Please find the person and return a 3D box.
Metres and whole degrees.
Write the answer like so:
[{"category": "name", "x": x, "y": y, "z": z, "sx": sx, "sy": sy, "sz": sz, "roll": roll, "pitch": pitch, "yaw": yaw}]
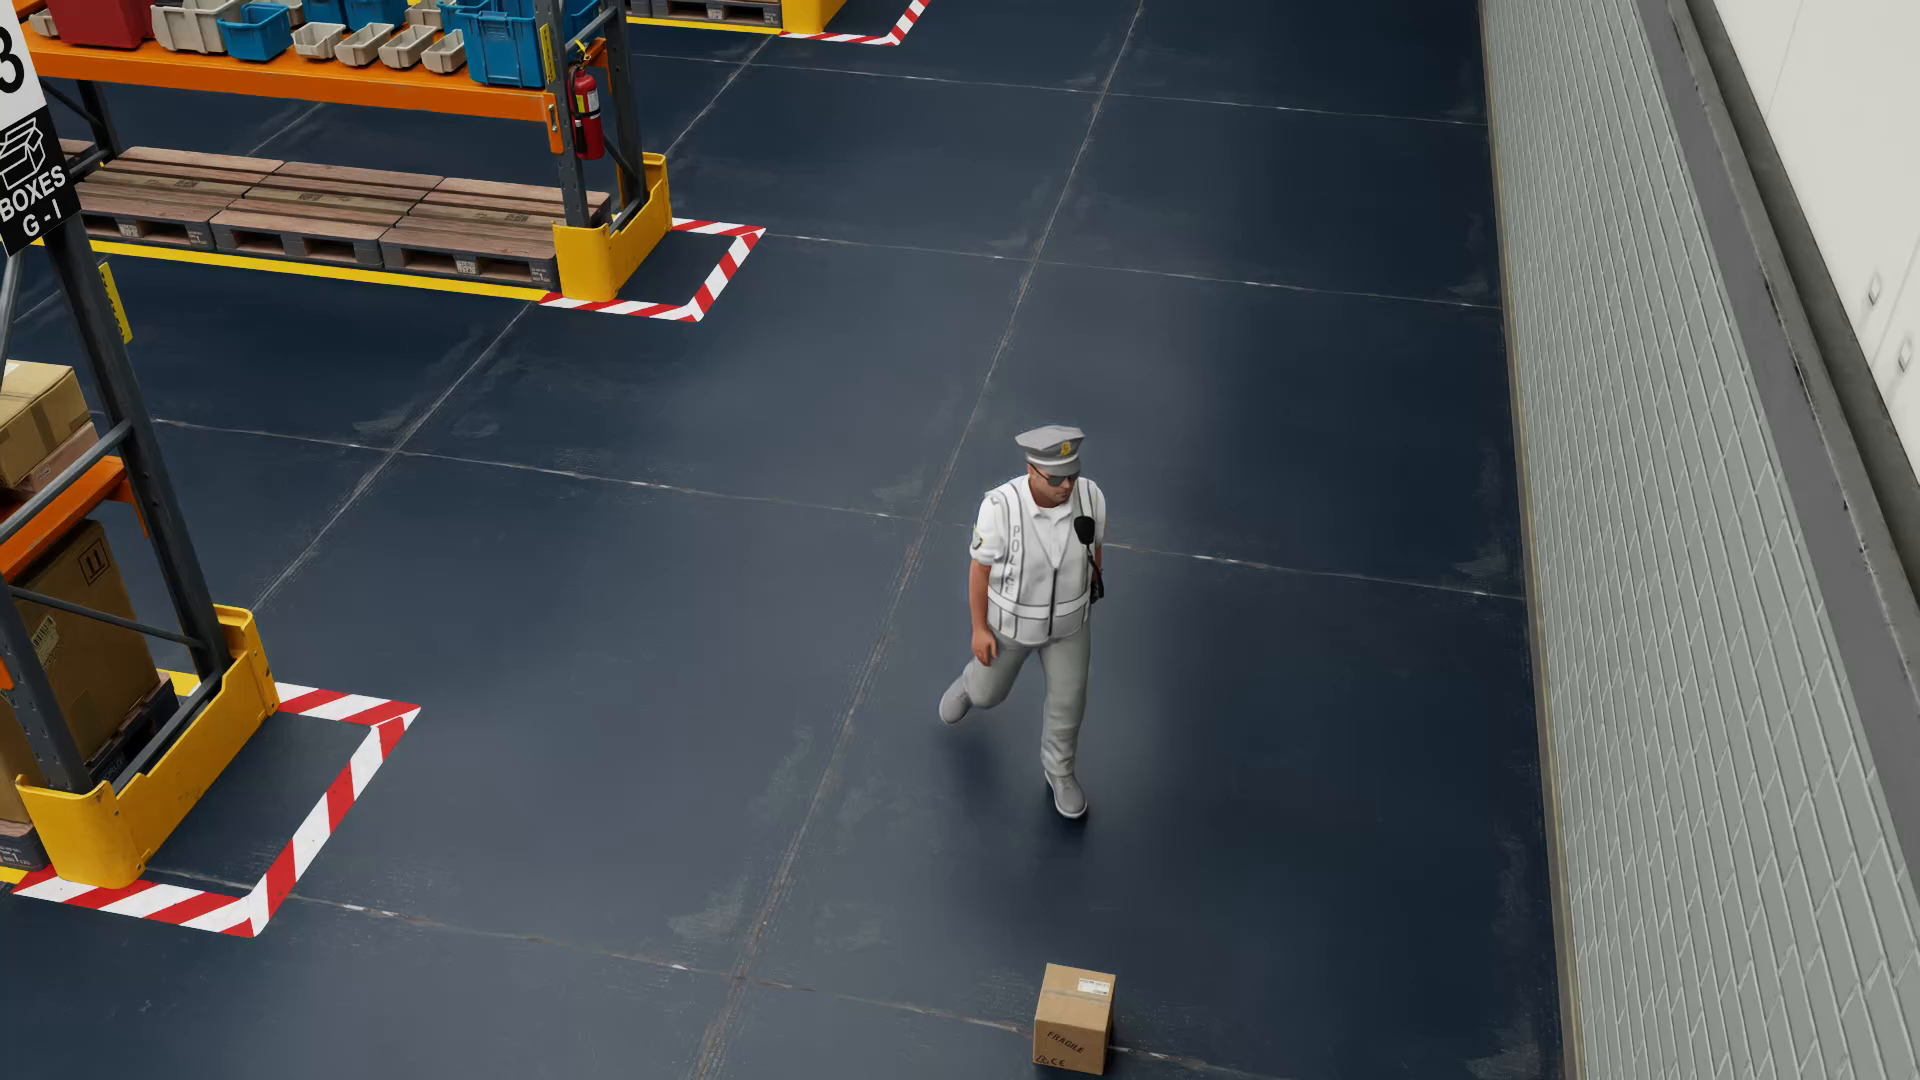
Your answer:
[{"category": "person", "x": 0.260, "y": 0.238, "z": 6.596, "sx": 0.586, "sy": 1.750, "sz": 0.810, "roll": -8, "pitch": 37, "yaw": -11}]
